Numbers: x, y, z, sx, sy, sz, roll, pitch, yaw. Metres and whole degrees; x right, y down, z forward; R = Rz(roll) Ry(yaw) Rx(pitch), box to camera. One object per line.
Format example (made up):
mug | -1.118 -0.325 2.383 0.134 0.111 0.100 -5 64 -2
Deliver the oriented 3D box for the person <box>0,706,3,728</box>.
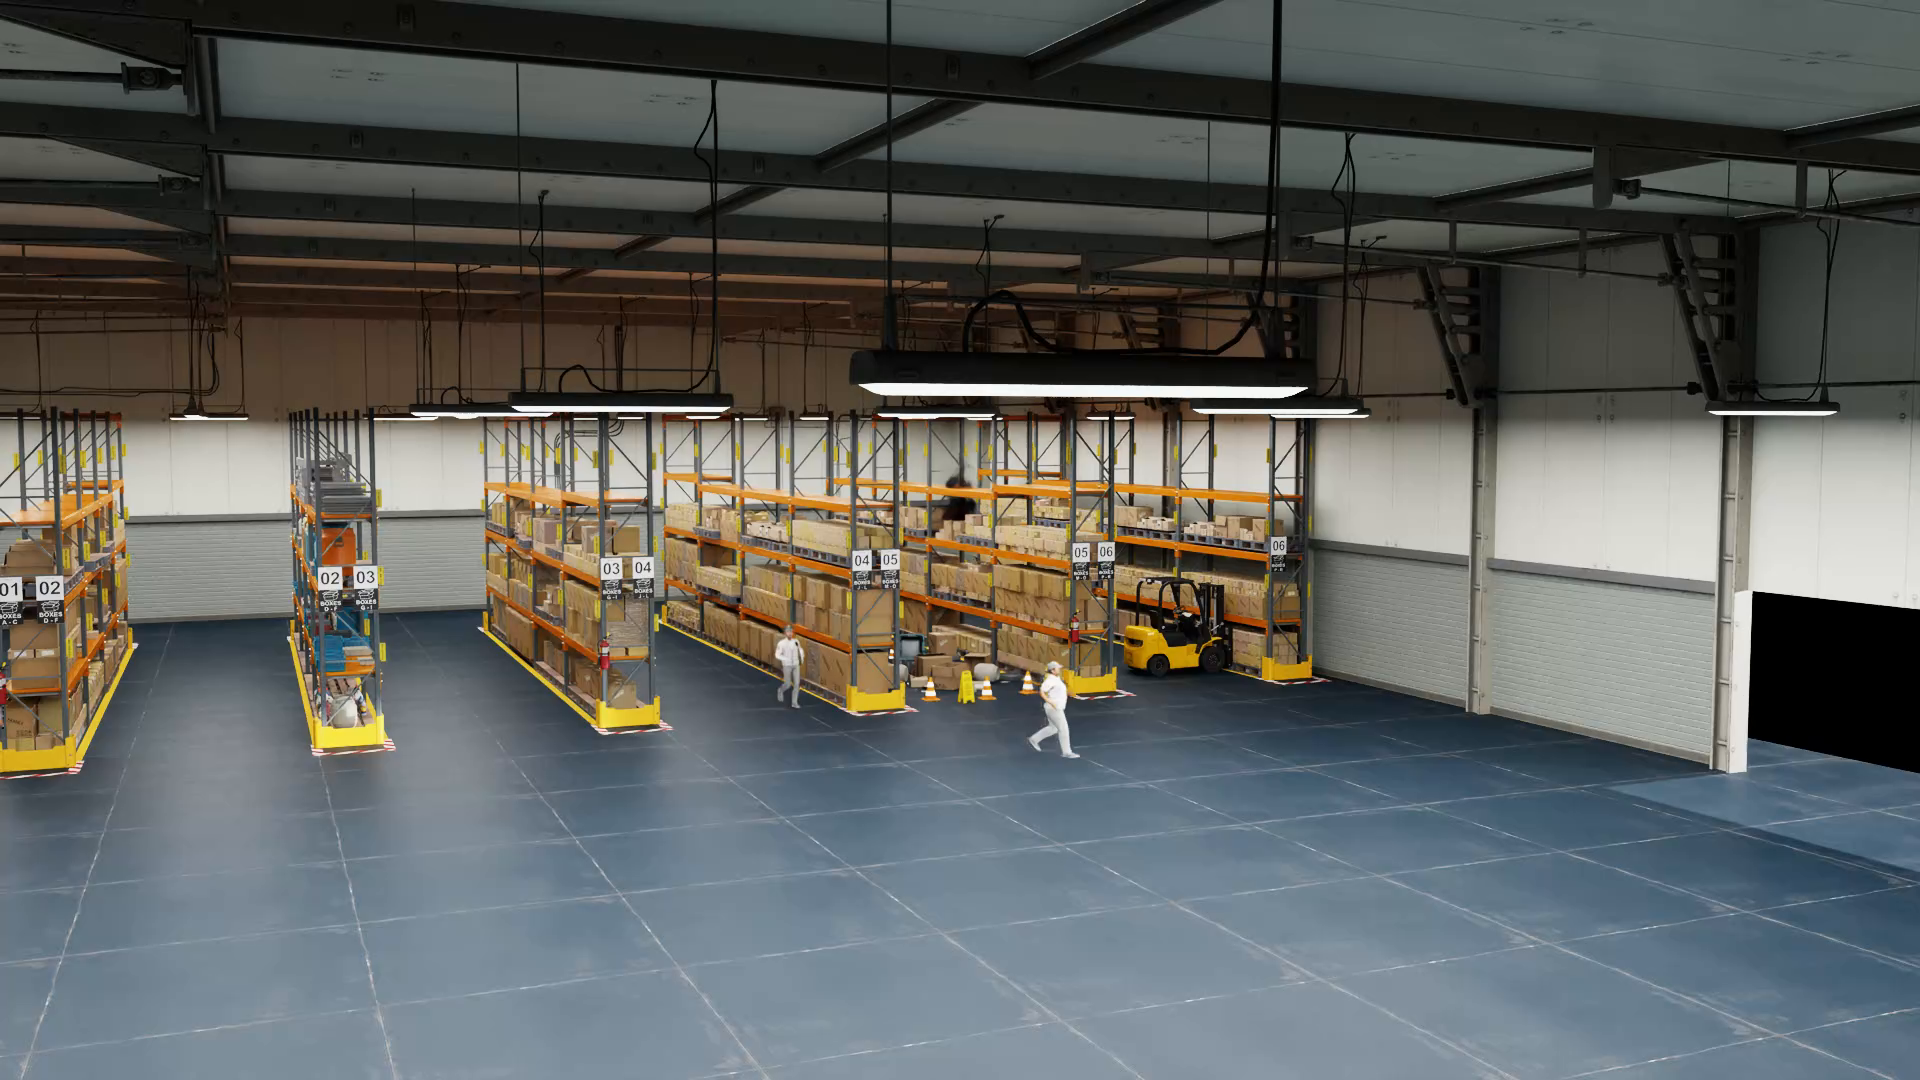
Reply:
person | -15.396 3.108 26.195 0.543 1.563 0.685 2 4 24

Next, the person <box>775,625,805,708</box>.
person | -3.392 2.545 33.629 0.630 1.644 0.809 -2 4 -23

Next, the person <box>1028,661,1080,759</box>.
person | 1.612 2.893 28.451 0.899 1.643 0.615 1 4 10
